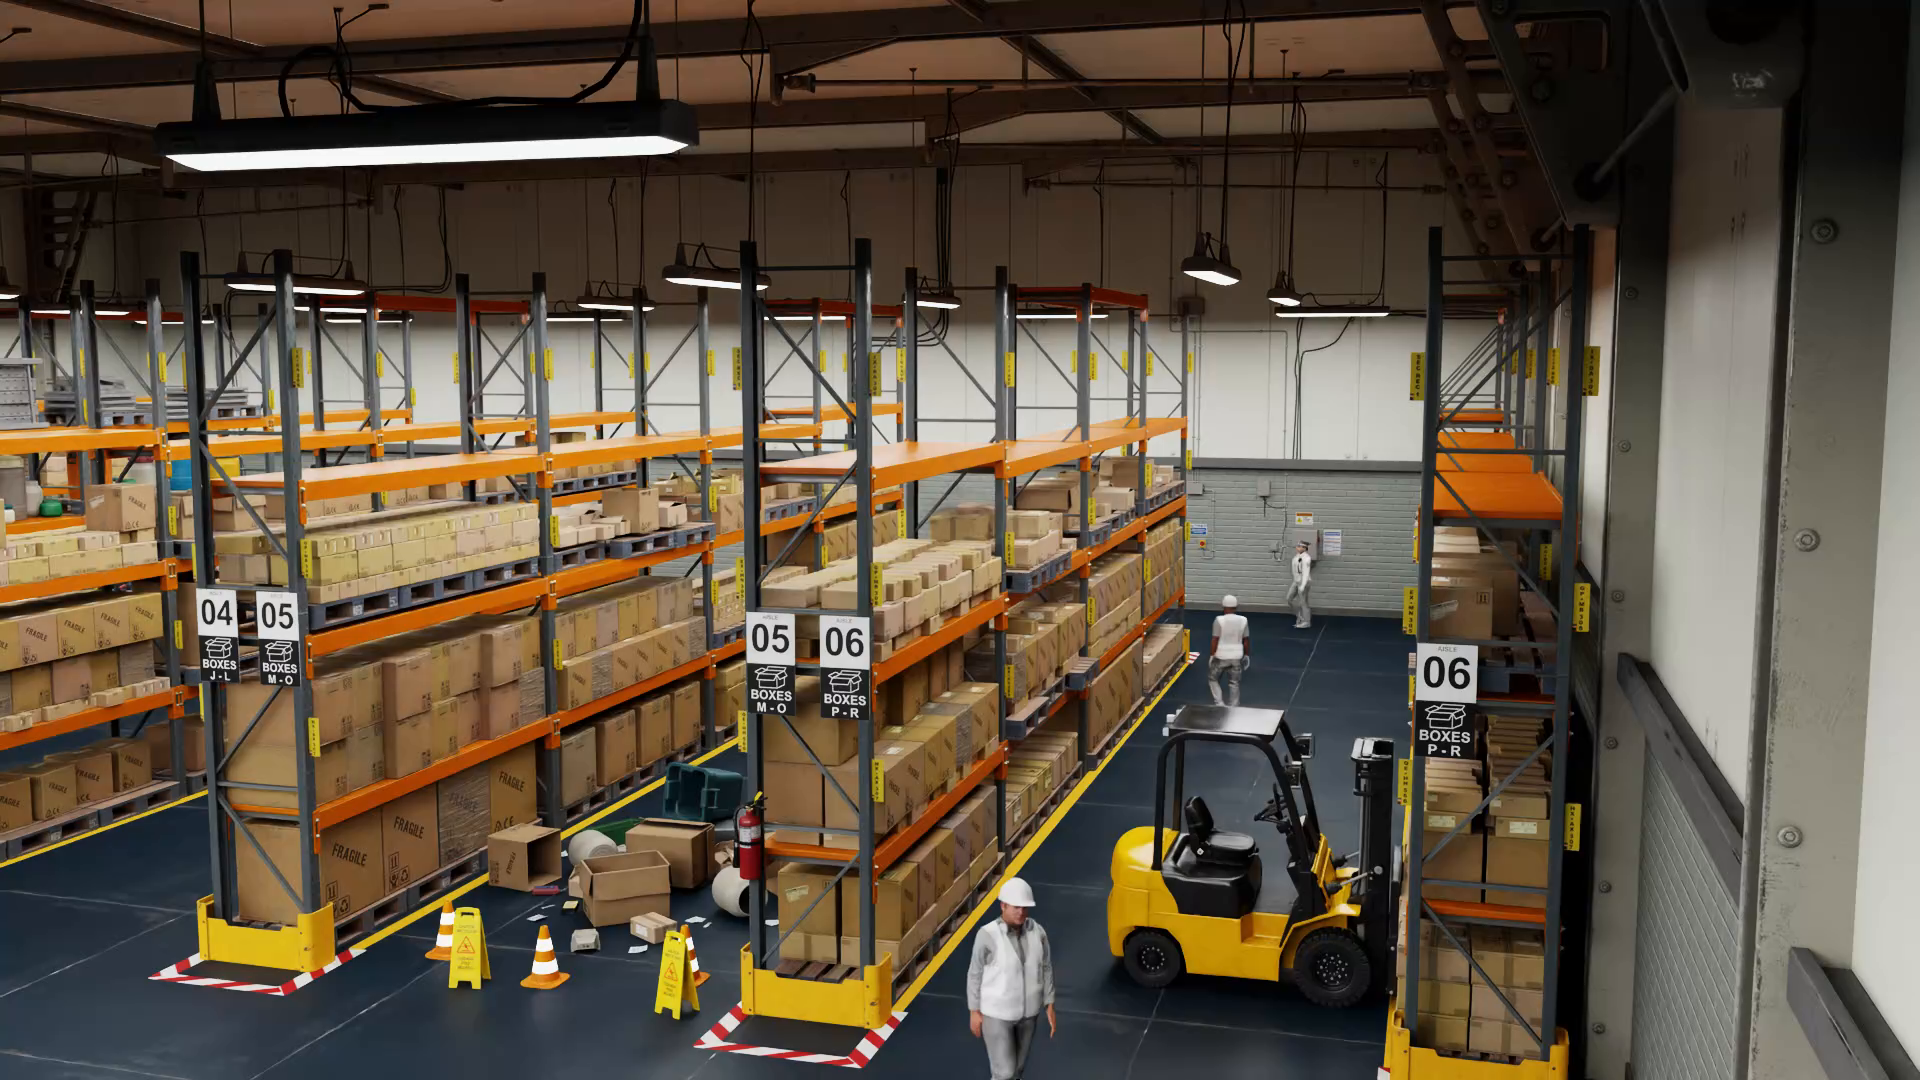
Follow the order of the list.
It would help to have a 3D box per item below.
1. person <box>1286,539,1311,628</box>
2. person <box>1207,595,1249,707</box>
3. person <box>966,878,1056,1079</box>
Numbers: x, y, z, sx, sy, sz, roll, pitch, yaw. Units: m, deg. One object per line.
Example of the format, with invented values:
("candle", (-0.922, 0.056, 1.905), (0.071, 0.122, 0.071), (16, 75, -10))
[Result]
("person", (6.394, 0.829, 31.275), (0.431, 1.710, 0.527), (-1, 6, -8))
("person", (3.784, 1.665, 23.383), (0.609, 1.786, 0.464), (-1, 7, -11))
("person", (0.346, 3.105, 10.845), (0.558, 1.824, 0.645), (-4, 7, -31))
